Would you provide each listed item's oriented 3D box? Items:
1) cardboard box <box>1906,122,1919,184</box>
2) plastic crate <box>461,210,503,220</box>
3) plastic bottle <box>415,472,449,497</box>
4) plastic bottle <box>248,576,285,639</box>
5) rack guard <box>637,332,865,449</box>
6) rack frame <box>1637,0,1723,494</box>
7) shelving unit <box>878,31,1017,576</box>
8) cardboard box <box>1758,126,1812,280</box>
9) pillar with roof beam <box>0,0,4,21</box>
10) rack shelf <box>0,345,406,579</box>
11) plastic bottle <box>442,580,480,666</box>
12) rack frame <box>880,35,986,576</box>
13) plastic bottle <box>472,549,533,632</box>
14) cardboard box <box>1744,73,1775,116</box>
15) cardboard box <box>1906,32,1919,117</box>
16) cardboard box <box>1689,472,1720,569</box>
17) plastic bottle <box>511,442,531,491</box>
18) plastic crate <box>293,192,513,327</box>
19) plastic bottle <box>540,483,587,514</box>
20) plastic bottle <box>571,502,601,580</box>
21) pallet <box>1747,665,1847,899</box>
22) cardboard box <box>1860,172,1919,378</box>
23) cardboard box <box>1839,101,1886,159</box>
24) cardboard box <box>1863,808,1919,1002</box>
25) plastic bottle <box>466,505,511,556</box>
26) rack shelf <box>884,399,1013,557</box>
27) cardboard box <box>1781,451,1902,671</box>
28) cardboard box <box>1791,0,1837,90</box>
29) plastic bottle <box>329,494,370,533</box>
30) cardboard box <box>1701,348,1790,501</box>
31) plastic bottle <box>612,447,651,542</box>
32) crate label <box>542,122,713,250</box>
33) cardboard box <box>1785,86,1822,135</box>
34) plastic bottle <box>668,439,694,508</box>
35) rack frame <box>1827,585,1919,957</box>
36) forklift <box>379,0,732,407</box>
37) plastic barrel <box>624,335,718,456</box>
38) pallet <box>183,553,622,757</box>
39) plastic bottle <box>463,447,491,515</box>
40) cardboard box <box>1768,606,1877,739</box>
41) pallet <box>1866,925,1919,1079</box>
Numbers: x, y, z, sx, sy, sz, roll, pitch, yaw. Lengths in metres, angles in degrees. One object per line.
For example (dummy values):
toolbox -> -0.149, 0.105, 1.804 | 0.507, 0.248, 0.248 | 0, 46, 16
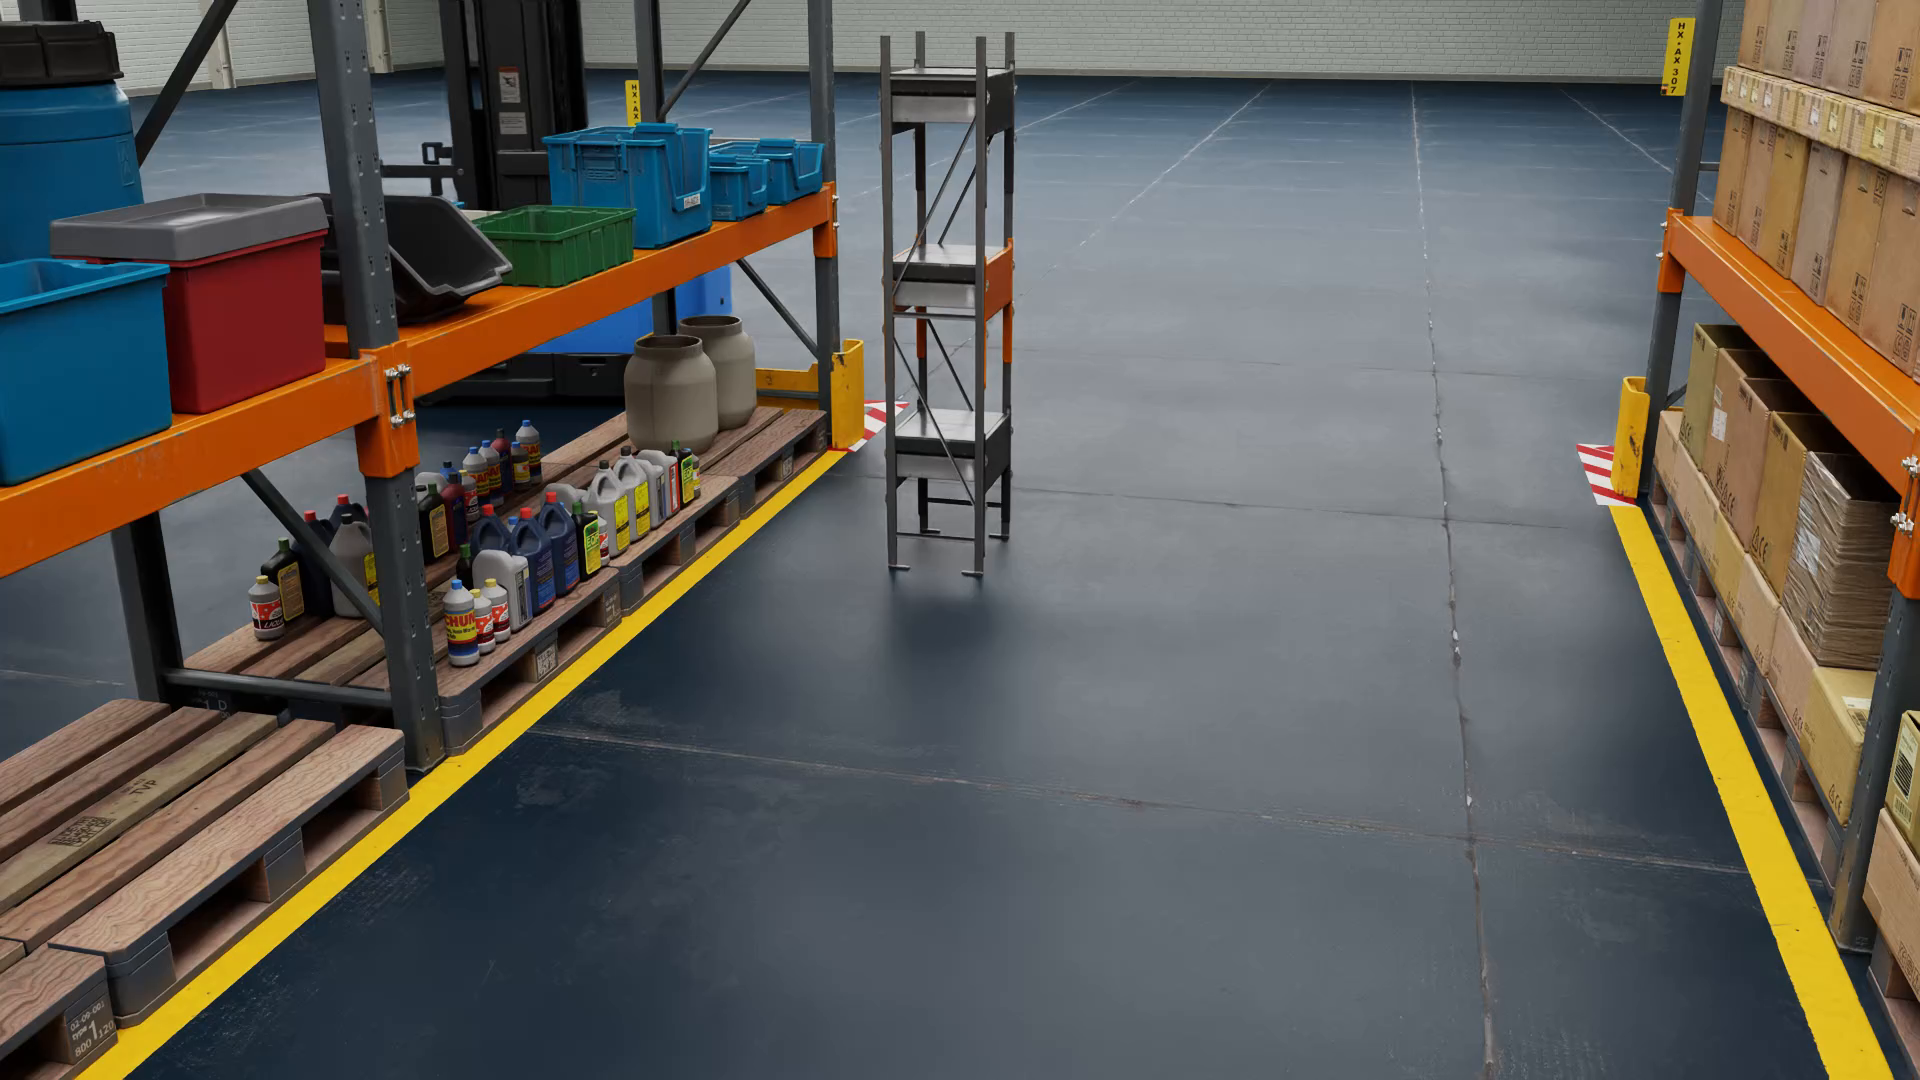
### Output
cardboard box -> 2.681, -0.982, 4.264 | 0.380, 0.149, 0.250 | 4, 19, 12
plastic crate -> -1.953, -1.163, 6.359 | 0.530, 0.136, 0.437 | 5, 19, 13
plastic bottle -> -2.056, -0.114, 6.415 | 0.152, 0.276, 0.135 | 5, 19, 14
plastic bottle -> -2.317, 0.219, 5.554 | 0.097, 0.201, 0.097 | 0, 19, 0
rack guard -> -1.099, -0.802, 8.761 | 1.175, 0.500, 0.348 | 5, 19, 13
rack frame -> 3.676, -1.620, 7.289 | 1.000, 3.000, 0.127 | 5, 19, 13
shelving unit -> -0.040, -0.942, 6.696 | 0.431, 2.100, 0.503 | 5, 19, 13
cardboard box -> 3.299, -1.202, 5.910 | 0.700, 0.500, 0.500 | 5, 19, 14
pillar with roof beam -> -12.825, -11.570, 27.141 | 9.100, 9.000, 0.400 | 5, 19, 13
rack shelf -> -2.592, 0.209, 3.048 | 1.077, 0.370, 4.000 | 5, 19, 13
plastic bottle -> -1.601, 0.259, 5.328 | 0.097, 0.271, 0.097 | 0, 19, 0
rack frame -> -0.100, -0.865, 6.472 | 0.400, 2.100, 0.015 | 5, 19, 13
plastic bottle -> -1.548, 0.154, 5.631 | 0.152, 0.276, 0.135 | 5, 20, 15
cardboard box -> 3.247, -1.707, 6.387 | 0.380, 0.149, 0.250 | 5, 19, 14
cardboard box -> 2.923, -1.325, 4.265 | 0.700, 0.500, 0.500 | 5, 19, 13
cardboard box -> 3.088, -0.053, 6.307 | 0.500, 0.250, 0.500 | 5, 19, 13
plastic bottle -> -1.897, -0.320, 7.132 | 0.097, 0.201, 0.097 | 0, 19, 0
plastic crate -> -1.852, -0.883, 5.228 | 0.767, 0.338, 0.504 | 5, 19, 13
plastic bottle -> -1.504, -0.094, 6.356 | 0.152, 0.276, 0.135 | 5, 19, 13
plastic bottle -> -1.377, -0.009, 6.095 | 0.061, 0.283, 0.133 | 6, 20, 16
pallet -> 2.934, 0.707, 4.789 | 1.003, 0.211, 1.213 | 5, 19, 13
cardboard box -> 2.924, -0.719, 4.497 | 0.700, 0.500, 0.500 | 4, 19, 13
cardboard box -> 2.869, -1.220, 4.962 | 0.380, 0.149, 0.250 | 5, 20, 15
cardboard box -> 2.360, 0.843, 3.682 | 0.500, 0.250, 0.500 | 4, 19, 12
plastic bottle -> -1.644, 0.055, 5.803 | 0.144, 0.351, 0.185 | 5, 19, 13
rack shelf -> -0.040, -0.266, 6.927 | 0.431, 0.518, 0.480 | 5, 19, 13
cardboard box -> 2.733, 0.063, 4.806 | 0.500, 0.500, 0.500 | 5, 19, 13
cardboard box -> 3.291, -1.796, 5.643 | 0.700, 0.500, 0.500 | 5, 19, 14
plastic bottle -> -2.179, 0.002, 5.958 | 0.144, 0.351, 0.185 | 4, 19, 11
cardboard box -> 3.099, -0.407, 6.183 | 0.500, 0.500, 0.500 | 5, 19, 13
plastic bottle -> -1.309, -0.184, 6.503 | 0.144, 0.351, 0.185 | 5, 20, 16
crate label -> -1.314, -1.431, 6.681 | 0.502, 0.435, 0.616 | 5, 19, 13
cardboard box -> 3.059, -1.464, 5.676 | 0.380, 0.149, 0.250 | 4, 19, 13
plastic bottle -> -1.161, -0.287, 6.908 | 0.061, 0.283, 0.133 | 5, 20, 15
rack frame -> 2.699, -0.366, 3.619 | 1.000, 3.000, 0.127 | 5, 19, 13
forklift -> -2.902, -2.311, 9.419 | 3.031, 2.935, 1.130 | 1, 19, 2
plastic barrel -> -1.336, -0.664, 7.691 | 0.421, 0.512, 0.421 | 0, 19, 0
pallet -> -1.899, 0.354, 5.825 | 1.003, 0.211, 1.213 | 5, 19, 13
plastic bottle -> -1.980, -0.247, 6.810 | 0.097, 0.271, 0.097 | 0, 19, 0
cardboard box -> 2.732, 0.418, 4.928 | 0.500, 0.250, 0.500 | 5, 19, 13
pallet -> 2.556, 1.187, 3.384 | 1.003, 0.211, 1.213 | 5, 19, 13
